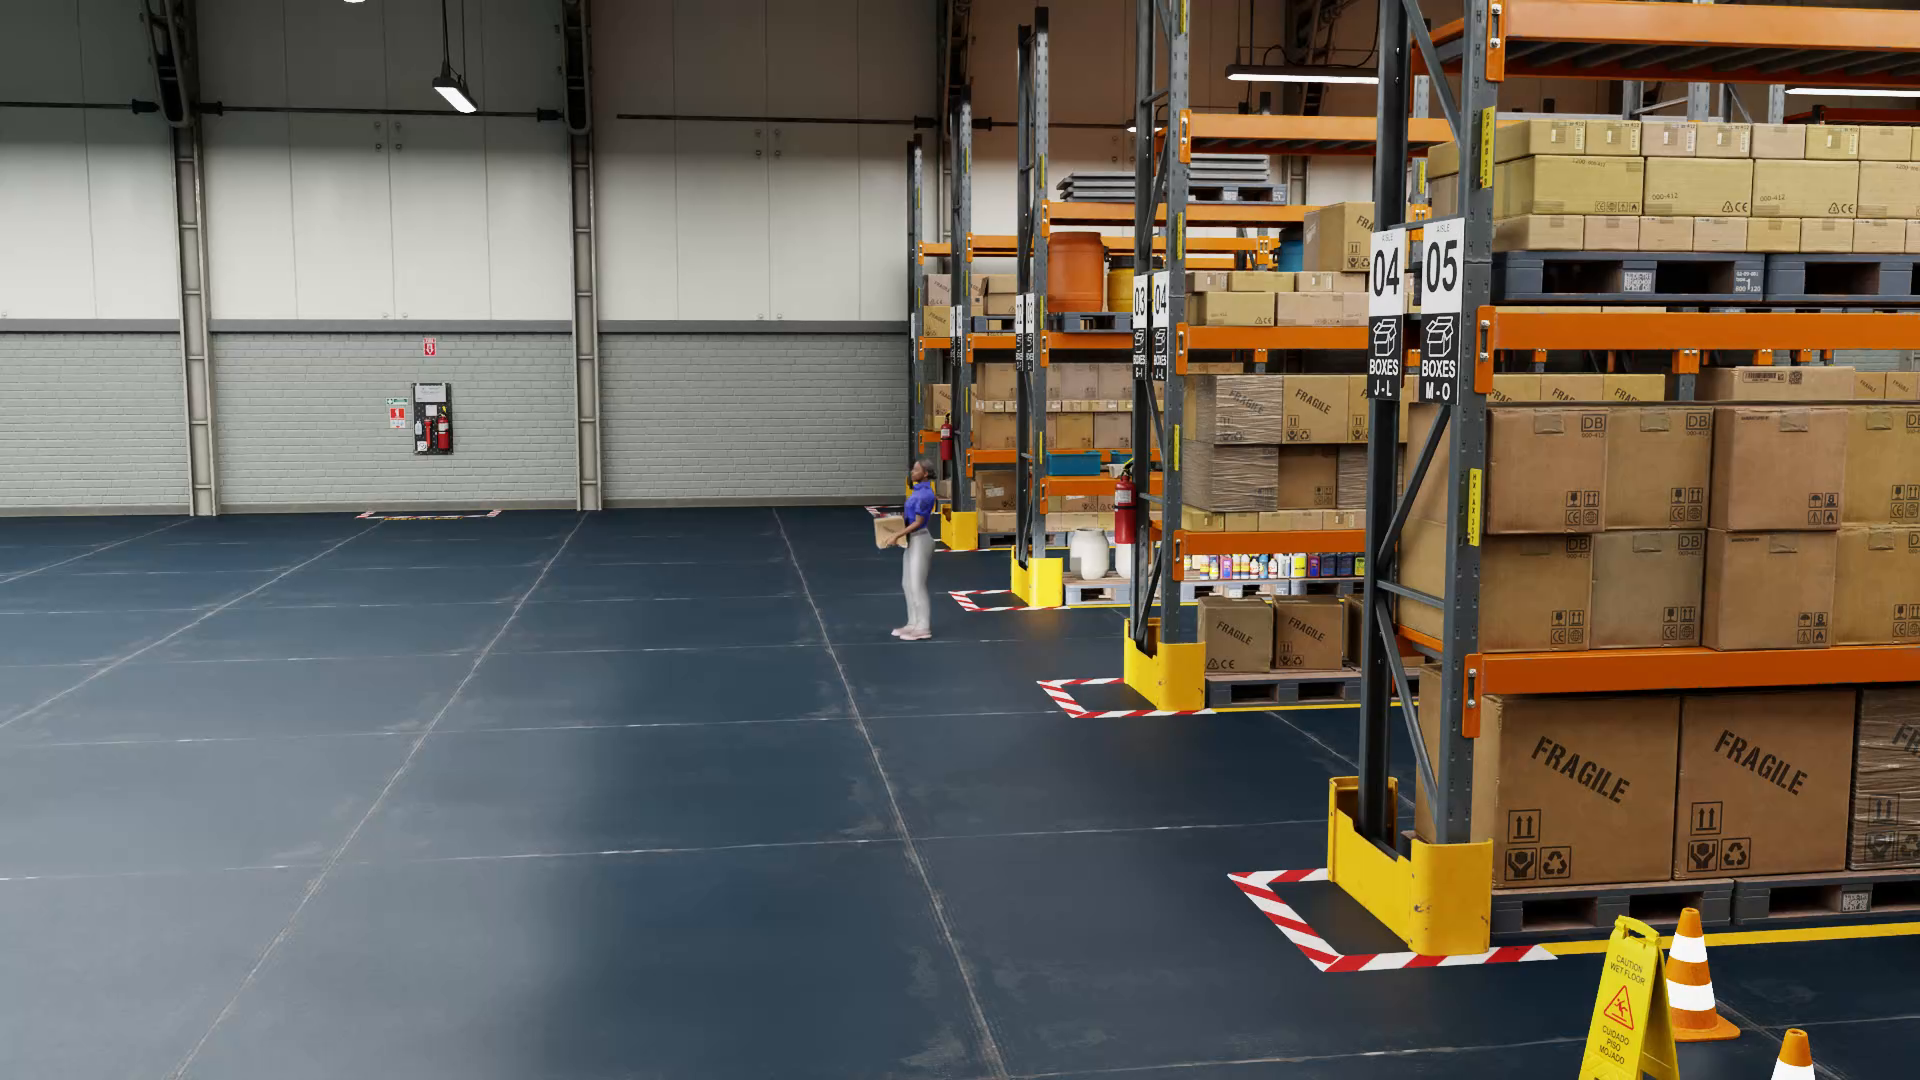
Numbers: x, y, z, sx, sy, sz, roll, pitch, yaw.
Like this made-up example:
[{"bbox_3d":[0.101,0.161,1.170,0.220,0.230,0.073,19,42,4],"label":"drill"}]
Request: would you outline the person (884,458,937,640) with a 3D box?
[{"bbox_3d":[-0.457,0.073,15.237,0.510,1.653,0.455,-1,7,-9],"label":"person"}]
